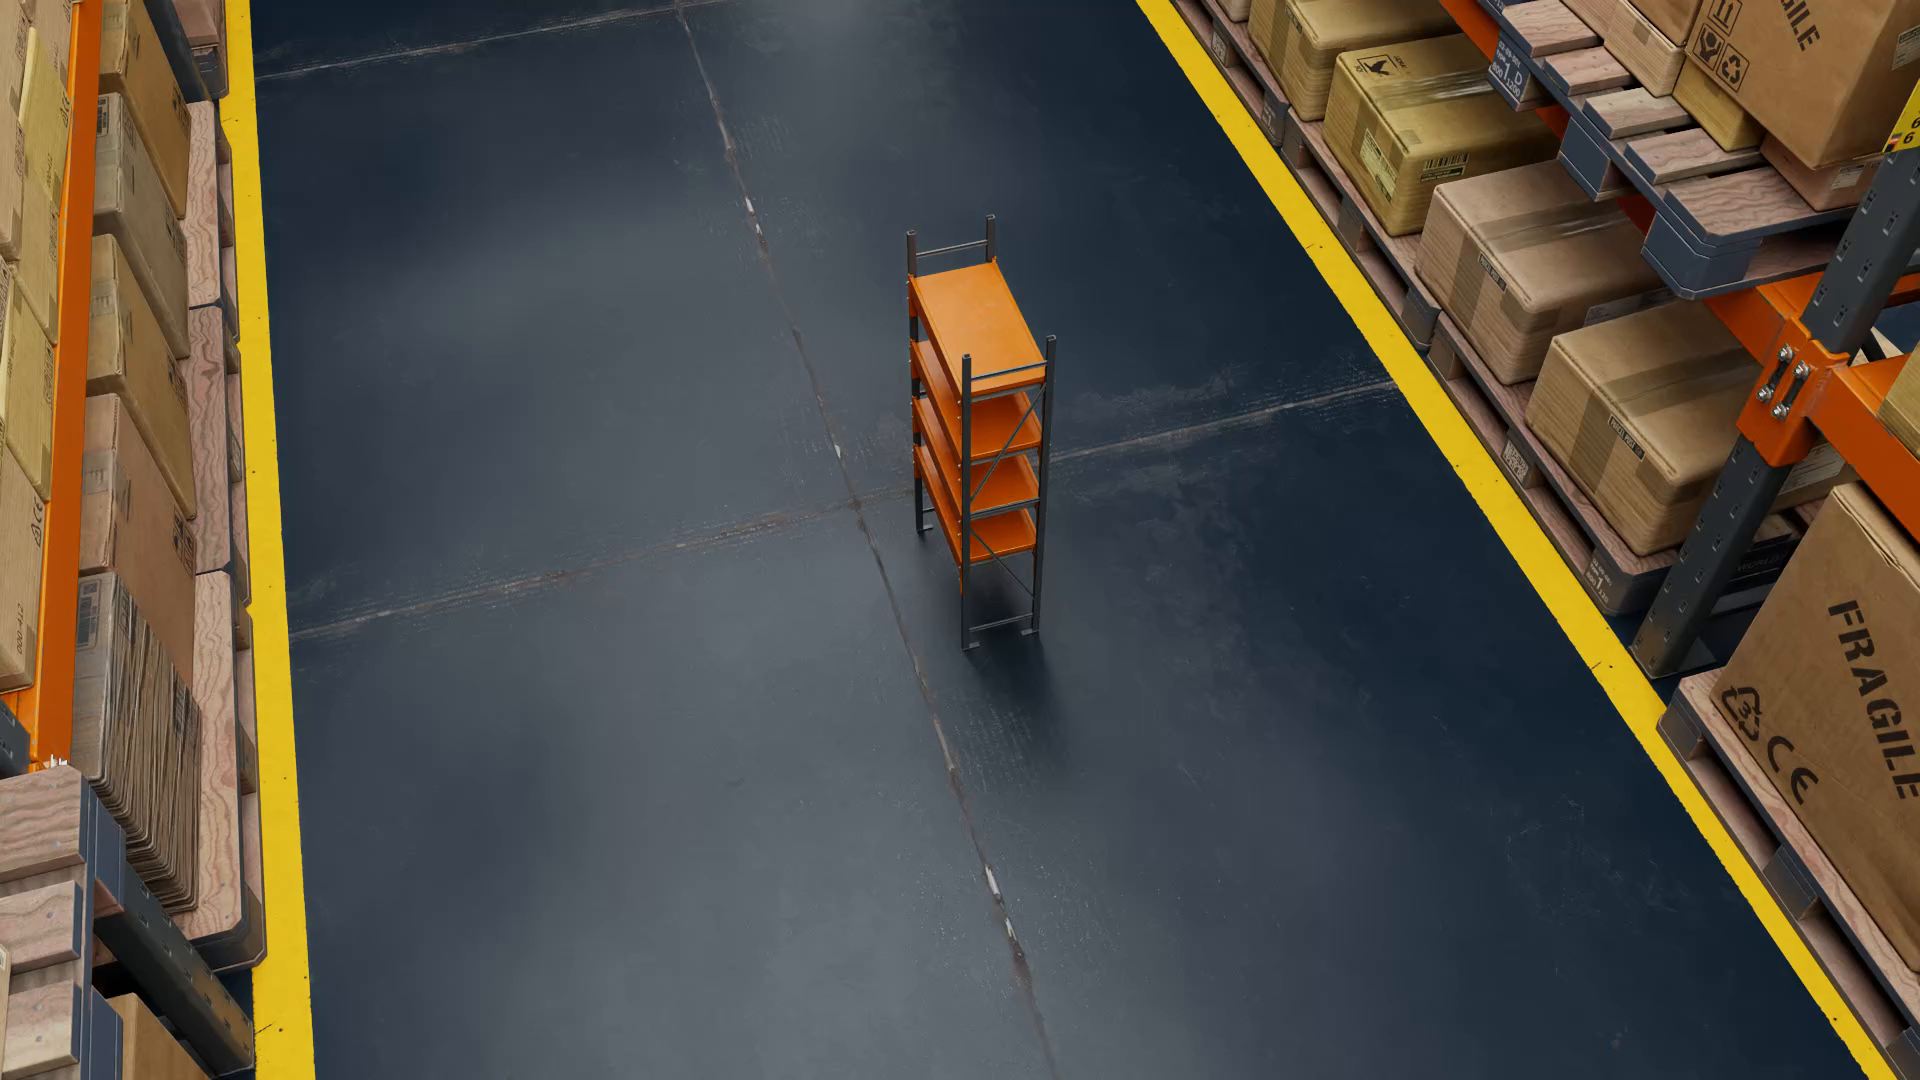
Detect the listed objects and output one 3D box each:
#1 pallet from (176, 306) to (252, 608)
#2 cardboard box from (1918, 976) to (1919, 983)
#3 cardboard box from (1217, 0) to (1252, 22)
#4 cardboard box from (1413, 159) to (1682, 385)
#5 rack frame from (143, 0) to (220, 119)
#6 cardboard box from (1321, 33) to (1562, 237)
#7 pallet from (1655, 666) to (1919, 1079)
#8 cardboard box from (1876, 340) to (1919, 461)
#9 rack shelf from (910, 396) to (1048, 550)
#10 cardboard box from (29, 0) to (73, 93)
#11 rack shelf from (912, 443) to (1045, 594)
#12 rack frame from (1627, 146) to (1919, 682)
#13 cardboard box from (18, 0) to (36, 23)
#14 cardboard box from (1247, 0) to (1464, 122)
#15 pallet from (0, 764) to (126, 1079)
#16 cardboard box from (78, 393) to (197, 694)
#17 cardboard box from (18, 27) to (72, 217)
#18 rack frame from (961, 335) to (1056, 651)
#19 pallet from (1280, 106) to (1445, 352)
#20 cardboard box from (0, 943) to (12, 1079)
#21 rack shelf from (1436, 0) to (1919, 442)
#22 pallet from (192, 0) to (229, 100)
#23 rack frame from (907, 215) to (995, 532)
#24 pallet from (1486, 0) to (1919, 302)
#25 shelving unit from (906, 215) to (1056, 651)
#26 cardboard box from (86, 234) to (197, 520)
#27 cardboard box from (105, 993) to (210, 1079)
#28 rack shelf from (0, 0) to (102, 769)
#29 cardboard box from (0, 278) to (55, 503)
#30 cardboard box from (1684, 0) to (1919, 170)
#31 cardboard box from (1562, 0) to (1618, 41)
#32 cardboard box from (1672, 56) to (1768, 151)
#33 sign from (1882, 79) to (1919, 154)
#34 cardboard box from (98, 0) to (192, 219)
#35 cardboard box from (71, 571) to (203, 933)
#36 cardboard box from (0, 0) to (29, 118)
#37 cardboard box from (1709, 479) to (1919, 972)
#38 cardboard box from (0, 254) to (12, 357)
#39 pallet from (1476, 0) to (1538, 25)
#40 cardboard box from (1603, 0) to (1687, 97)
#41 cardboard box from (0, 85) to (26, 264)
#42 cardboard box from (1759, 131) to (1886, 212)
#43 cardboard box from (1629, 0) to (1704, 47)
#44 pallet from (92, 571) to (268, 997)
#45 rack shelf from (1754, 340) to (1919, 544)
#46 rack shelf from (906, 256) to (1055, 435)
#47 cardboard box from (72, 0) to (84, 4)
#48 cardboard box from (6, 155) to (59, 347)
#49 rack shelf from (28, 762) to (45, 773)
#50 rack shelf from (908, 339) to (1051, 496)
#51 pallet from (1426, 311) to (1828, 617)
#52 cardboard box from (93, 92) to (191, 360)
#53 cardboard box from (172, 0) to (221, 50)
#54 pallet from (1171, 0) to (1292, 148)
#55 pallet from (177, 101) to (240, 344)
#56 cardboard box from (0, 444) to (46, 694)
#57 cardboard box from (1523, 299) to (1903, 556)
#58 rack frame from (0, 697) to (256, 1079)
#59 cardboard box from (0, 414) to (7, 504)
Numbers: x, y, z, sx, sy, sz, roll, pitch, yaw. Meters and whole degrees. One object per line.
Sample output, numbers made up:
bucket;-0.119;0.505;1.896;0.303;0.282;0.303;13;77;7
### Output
pallet;-2.812;-0.182;5.266;1.003;0.211;1.213;-13;51;-11
cardboard box;2.876;1.019;3.544;0.875;0.875;0.875;-13;51;-11
cardboard box;1.466;-2.534;6.868;0.950;0.372;0.625;-13;51;-11
cardboard box;2.108;-0.947;5.530;0.950;0.372;0.625;-14;51;-12
rack frame;-3.432;-2.503;5.398;1.000;3.000;0.127;-13;51;-11
cardboard box;1.889;-1.502;5.998;0.950;0.372;0.625;-12;51;-10
pallet;2.653;0.785;4.450;1.003;0.211;1.213;-13;51;-11
cardboard box;2.396;-0.244;3.592;0.500;0.250;0.500;-14;51;-12
rack shelf;0.049;-0.222;4.741;0.258;0.148;0.480;-13;51;-11
cardboard box;-2.762;-1.410;4.575;0.500;0.250;0.500;-13;51;-11
rack shelf;0.049;-0.094;4.893;0.258;0.148;0.480;-13;51;-11
rack frame;2.491;-0.707;3.884;1.000;3.000;0.127;-13;51;-11
cardboard box;-2.738;-1.566;4.380;0.500;0.250;0.500;-12;51;-10
cardboard box;1.682;-2.010;6.426;0.950;0.372;0.625;-10;51;-9
pallet;-1.982;0.959;2.605;1.213;0.211;1.003;-13;51;-11
cardboard box;-2.621;0.114;4.470;0.875;0.625;0.625;-12;51;-10
cardboard box;-2.602;-1.035;4.259;0.500;0.250;0.500;-12;51;-10
rack frame;0.121;-0.088;4.539;0.240;1.200;0.015;-13;51;-11
pallet;1.905;-1.268;6.181;1.003;0.211;1.213;-13;51;-11
cardboard box;-1.688;0.757;2.539;0.380;0.149;0.250;-12;51;-10
rack shelf;1.900;-1.935;5.390;1.077;0.370;4.000;-13;51;-11
pallet;-3.627;-2.195;6.962;1.003;0.211;1.213;-13;51;-11
rack frame;-0.023;-0.444;4.840;0.240;1.200;0.015;-13;51;-11
pallet;2.179;-1.141;4.376;1.213;0.211;1.003;-13;51;-11
shelving unit;0.049;-0.266;4.689;0.258;1.200;0.503;-13;51;-11
cardboard box;-2.821;-0.377;4.885;0.875;0.625;0.625;-15;52;-12
cardboard box;-1.919;1.349;3.511;0.500;0.500;0.500;-12;51;-10
rack shelf;-2.841;-0.810;4.442;1.077;0.370;4.000;-13;51;-11
cardboard box;-2.291;-0.281;3.623;0.500;0.250;0.500;-14;51;-12
cardboard box;2.091;-1.239;3.798;0.500;0.500;0.500;-15;51;-12
cardboard box;1.837;-1.486;4.431;0.380;0.149;0.250;-16;52;-13
cardboard box;2.021;-1.127;4.128;0.380;0.149;0.250;-13;51;-10
sign;1.976;-0.925;3.362;0.100;0.325;0.005;-13;51;-11
cardboard box;-3.267;-1.494;5.826;0.875;0.625;0.625;-11;51;-9
cardboard box;-2.421;0.590;4.069;0.875;0.625;0.625;-12;51;-10
cardboard box;-2.607;-1.193;4.065;0.500;0.250;0.500;-13;51;-10
cardboard box;2.616;0.366;4.094;0.875;0.875;0.875;-14;51;-11
cardboard box;-2.294;-0.440;3.430;0.500;0.250;0.500;-12;51;-10
pallet;1.867;-2.081;5.168;1.003;0.211;1.213;-13;51;-11
cardboard box;1.904;-1.300;4.274;0.380;0.149;0.250;-14;51;-11
cardboard box;-2.432;-0.826;3.756;0.500;0.250;0.500;-14;51;-12
cardboard box;2.170;-0.947;3.976;0.380;0.149;0.250;-12;51;-10
cardboard box;1.928;-1.614;4.114;0.500;0.500;0.500;-14;51;-12
pallet;-2.455;0.707;4.516;1.003;0.211;1.213;-13;51;-11
rack shelf;3.083;0.986;2.927;1.077;0.370;4.000;-13;51;-11
rack shelf;0.049;-0.519;4.389;0.258;0.148;0.480;-13;51;-11
cardboard box;-2.879;-1.780;4.887;0.500;0.250;0.500;-14;51;-11
cardboard box;-2.450;-0.656;3.939;0.500;0.250;0.500;-15;51;-12
rack shelf;-1.658;2.111;1.979;1.077;0.370;4.000;-13;51;-11
rack shelf;0.049;-0.367;4.570;0.258;0.148;0.480;-13;51;-11
pallet;2.262;-0.379;5.431;1.003;0.211;1.213;-13;51;-11
cardboard box;-3.045;-0.926;5.347;0.875;0.625;0.625;-14;51;-11
cardboard box;-3.259;-2.180;6.650;0.500;0.250;0.500;-13;51;-11
pallet;1.540;-2.161;6.934;1.003;0.211;1.213;-13;51;-11
pallet;-3.177;-1.075;6.018;1.003;0.211;1.213;-13;51;-11
cardboard box;-2.147;0.087;3.312;0.500;0.250;0.500;-13;51;-11
cardboard box;2.334;-0.410;5.078;0.950;0.372;0.625;-16;52;-13
rack frame;-2.249;0.418;2.935;1.000;3.000;0.127;-13;51;-11
cardboard box;-2.123;-0.079;3.126;0.500;0.250;0.500;-13;51;-11
